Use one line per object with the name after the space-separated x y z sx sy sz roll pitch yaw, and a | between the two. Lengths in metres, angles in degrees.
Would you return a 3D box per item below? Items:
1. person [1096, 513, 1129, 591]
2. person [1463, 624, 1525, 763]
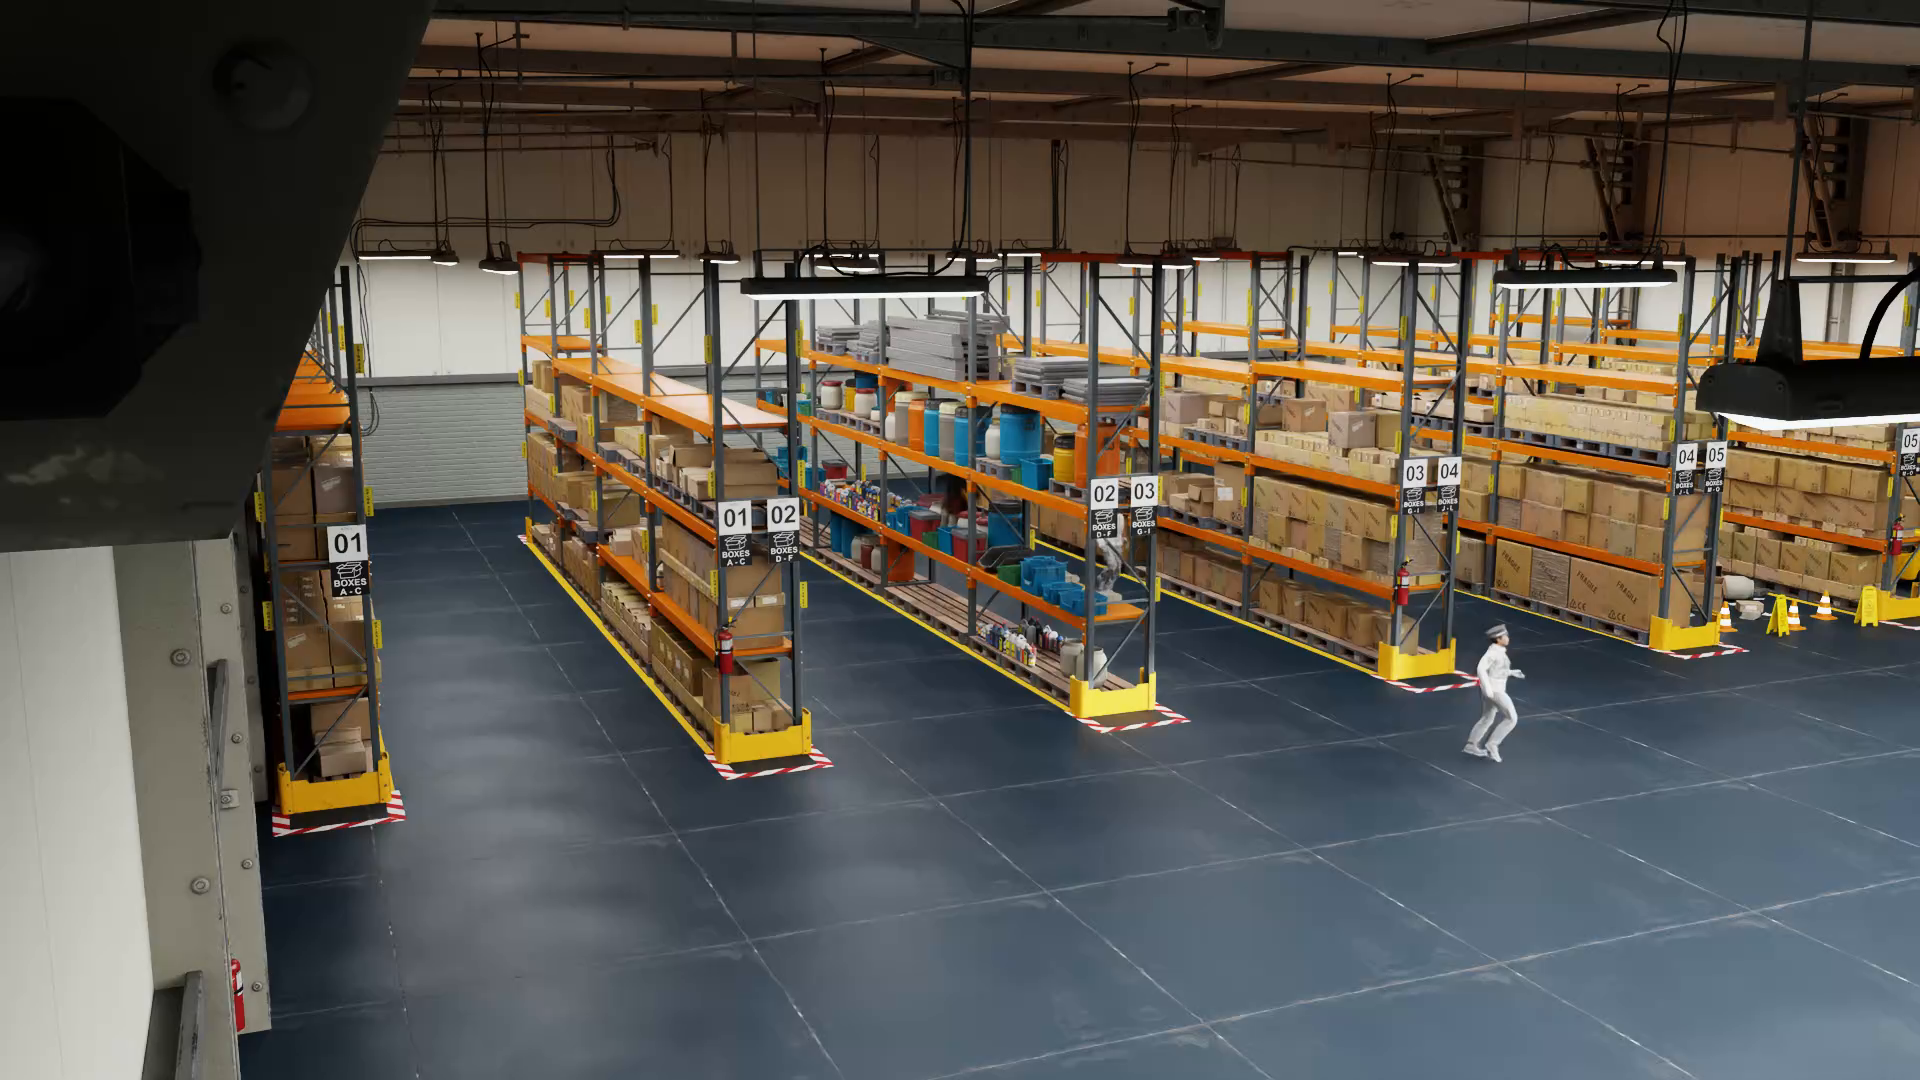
2.568 0.096 28.153 0.652 1.729 0.524 -6 12 -31 | person
6.525 1.866 20.225 0.681 1.711 0.504 2 11 9 | person
